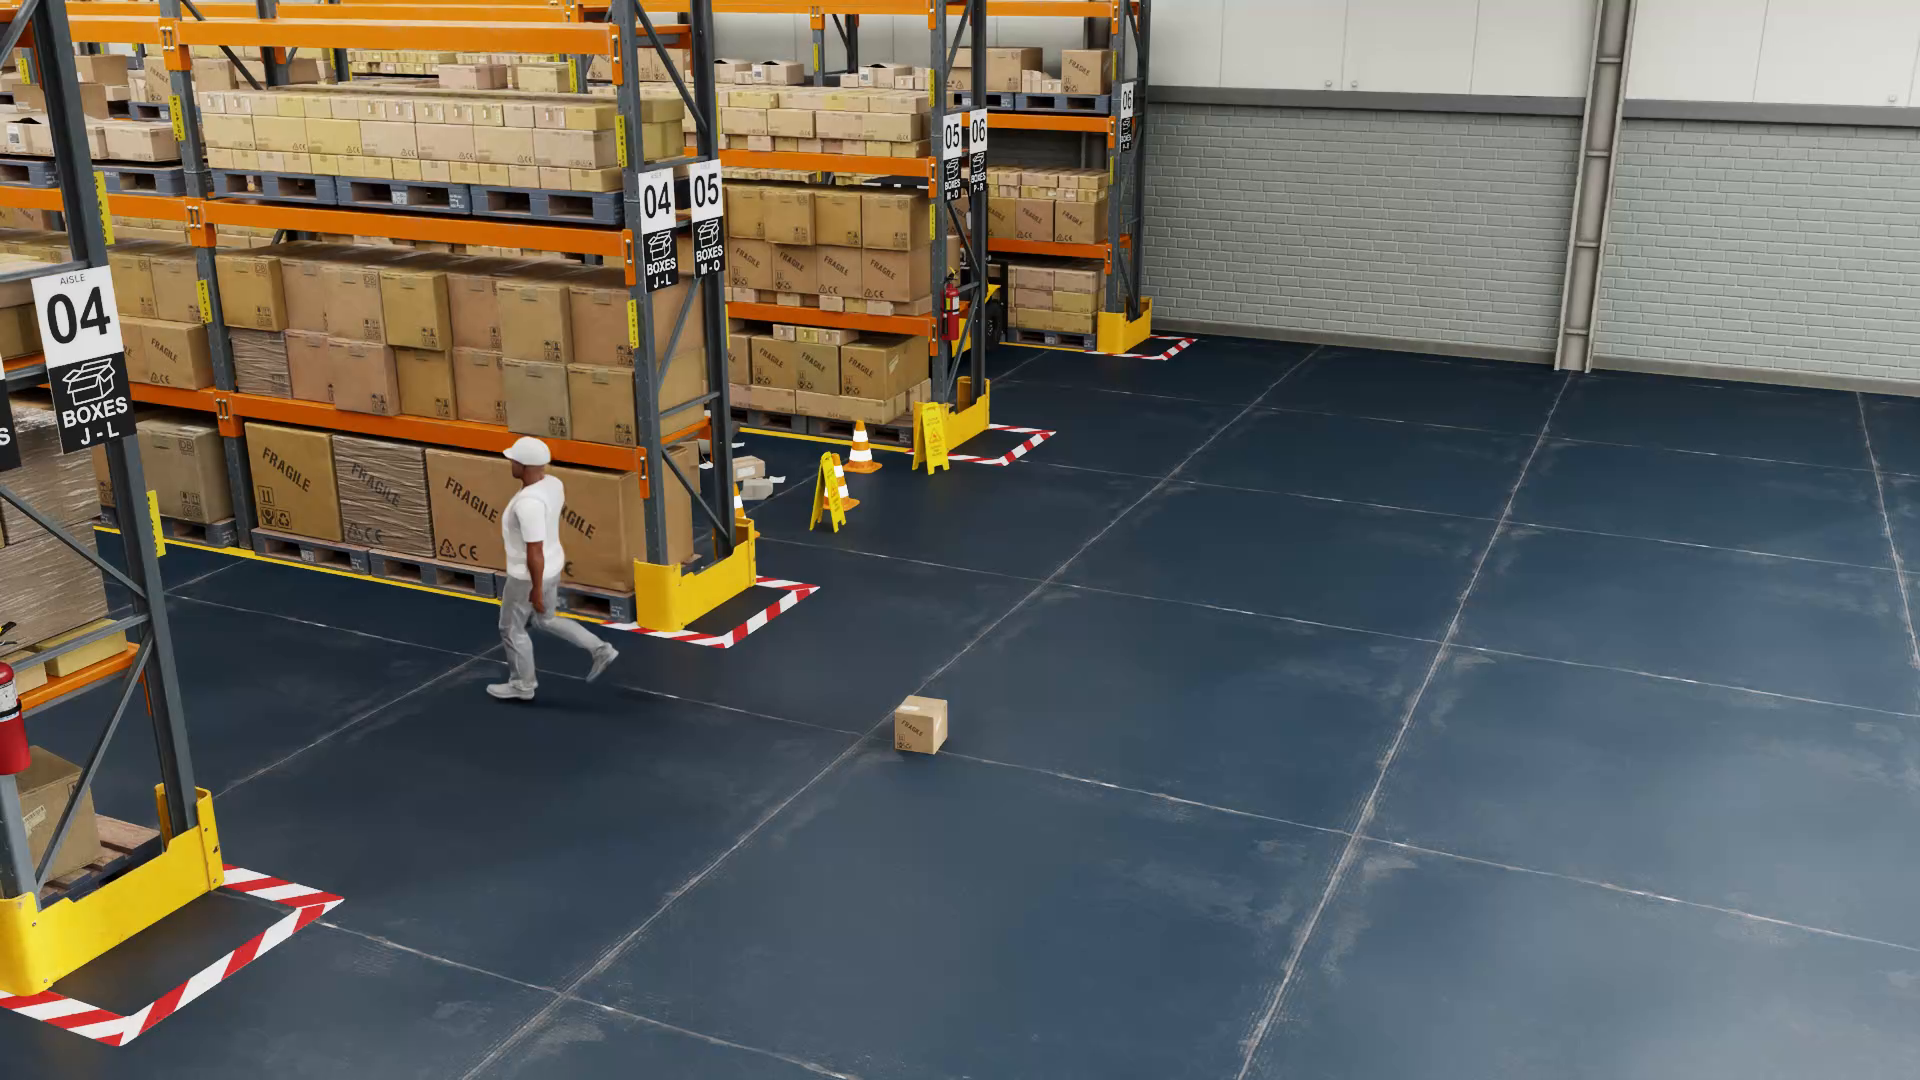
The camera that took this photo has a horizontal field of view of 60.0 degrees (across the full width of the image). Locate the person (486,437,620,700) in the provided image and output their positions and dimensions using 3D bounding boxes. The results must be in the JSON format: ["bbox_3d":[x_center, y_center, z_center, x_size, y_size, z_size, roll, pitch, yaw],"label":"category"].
[{"bbox_3d":[-2.627,0.183,10.474,0.842,1.741,0.575,2,19,5],"label":"person"}]
